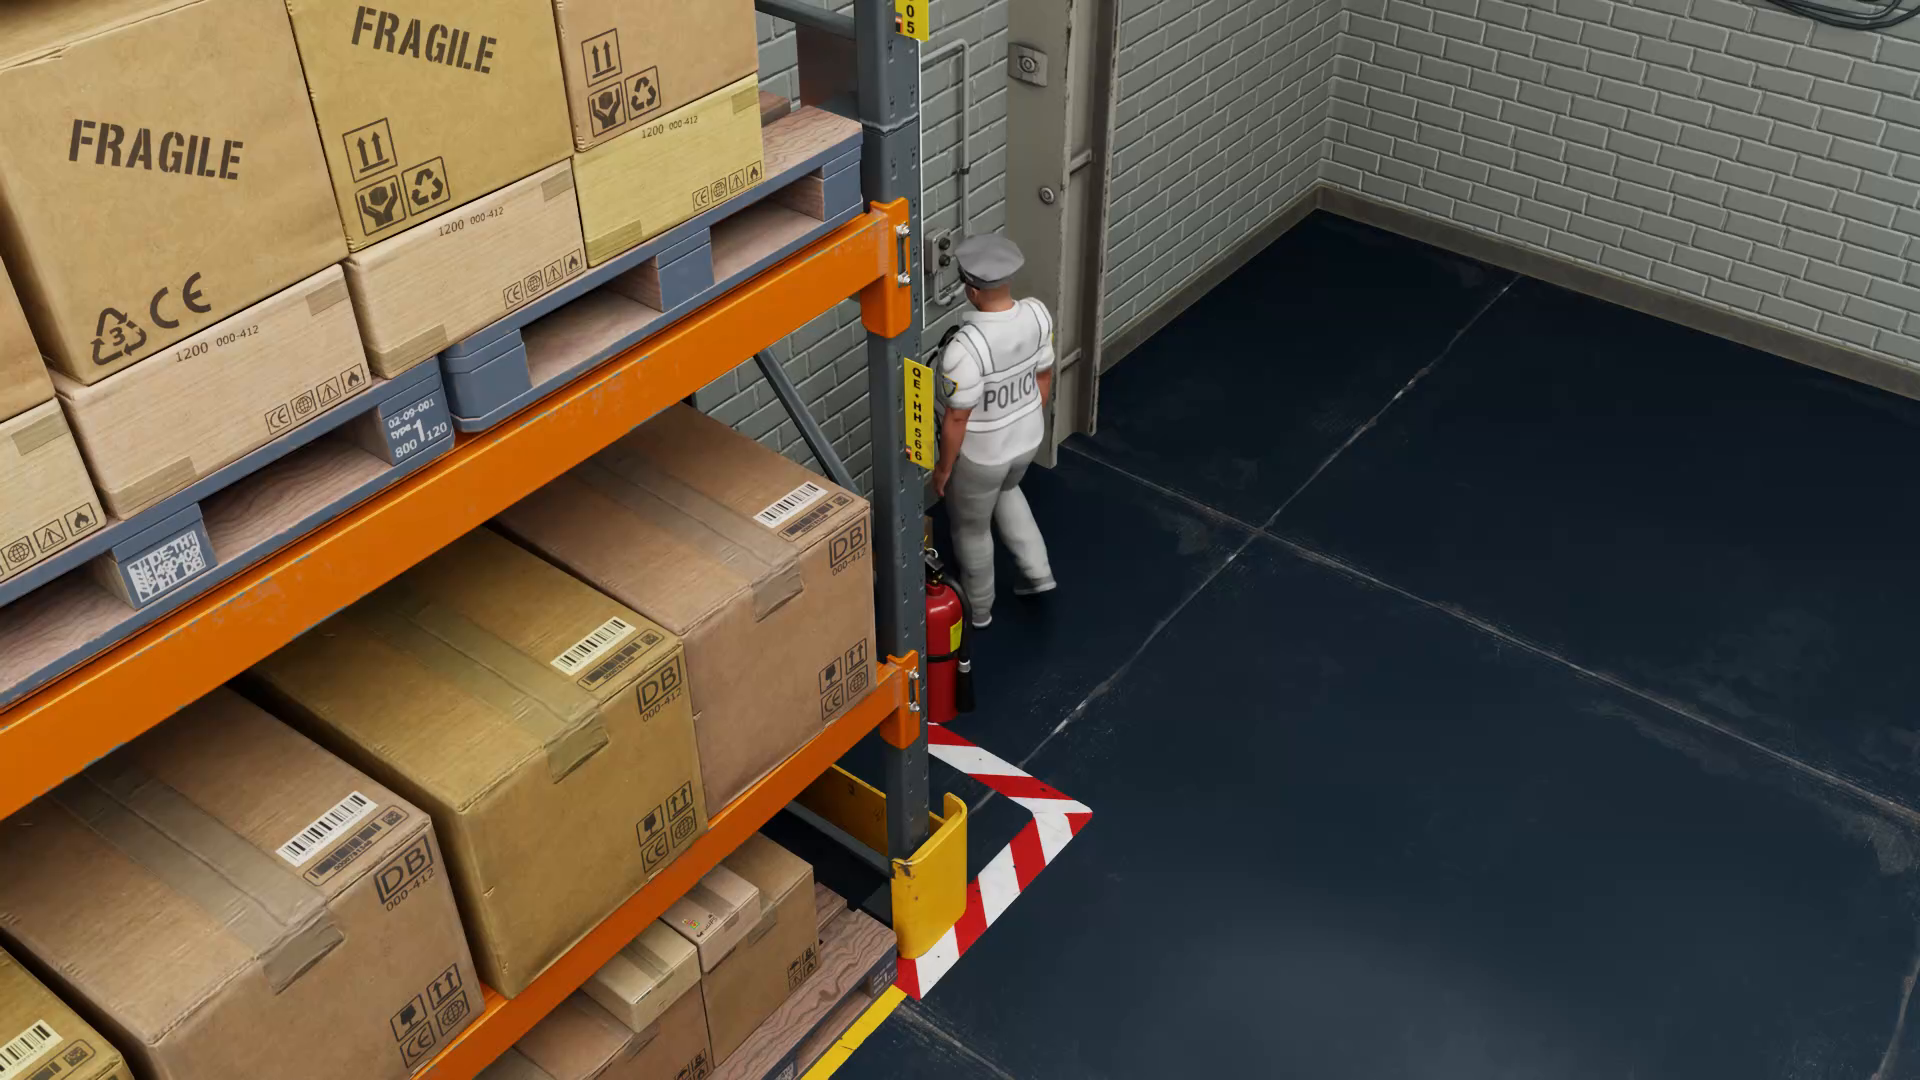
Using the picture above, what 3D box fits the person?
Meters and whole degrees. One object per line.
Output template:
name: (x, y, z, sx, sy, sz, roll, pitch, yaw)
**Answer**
person: (0.121, -0.382, 6.608, 0.551, 1.776, 0.484, -32, 48, -33)
